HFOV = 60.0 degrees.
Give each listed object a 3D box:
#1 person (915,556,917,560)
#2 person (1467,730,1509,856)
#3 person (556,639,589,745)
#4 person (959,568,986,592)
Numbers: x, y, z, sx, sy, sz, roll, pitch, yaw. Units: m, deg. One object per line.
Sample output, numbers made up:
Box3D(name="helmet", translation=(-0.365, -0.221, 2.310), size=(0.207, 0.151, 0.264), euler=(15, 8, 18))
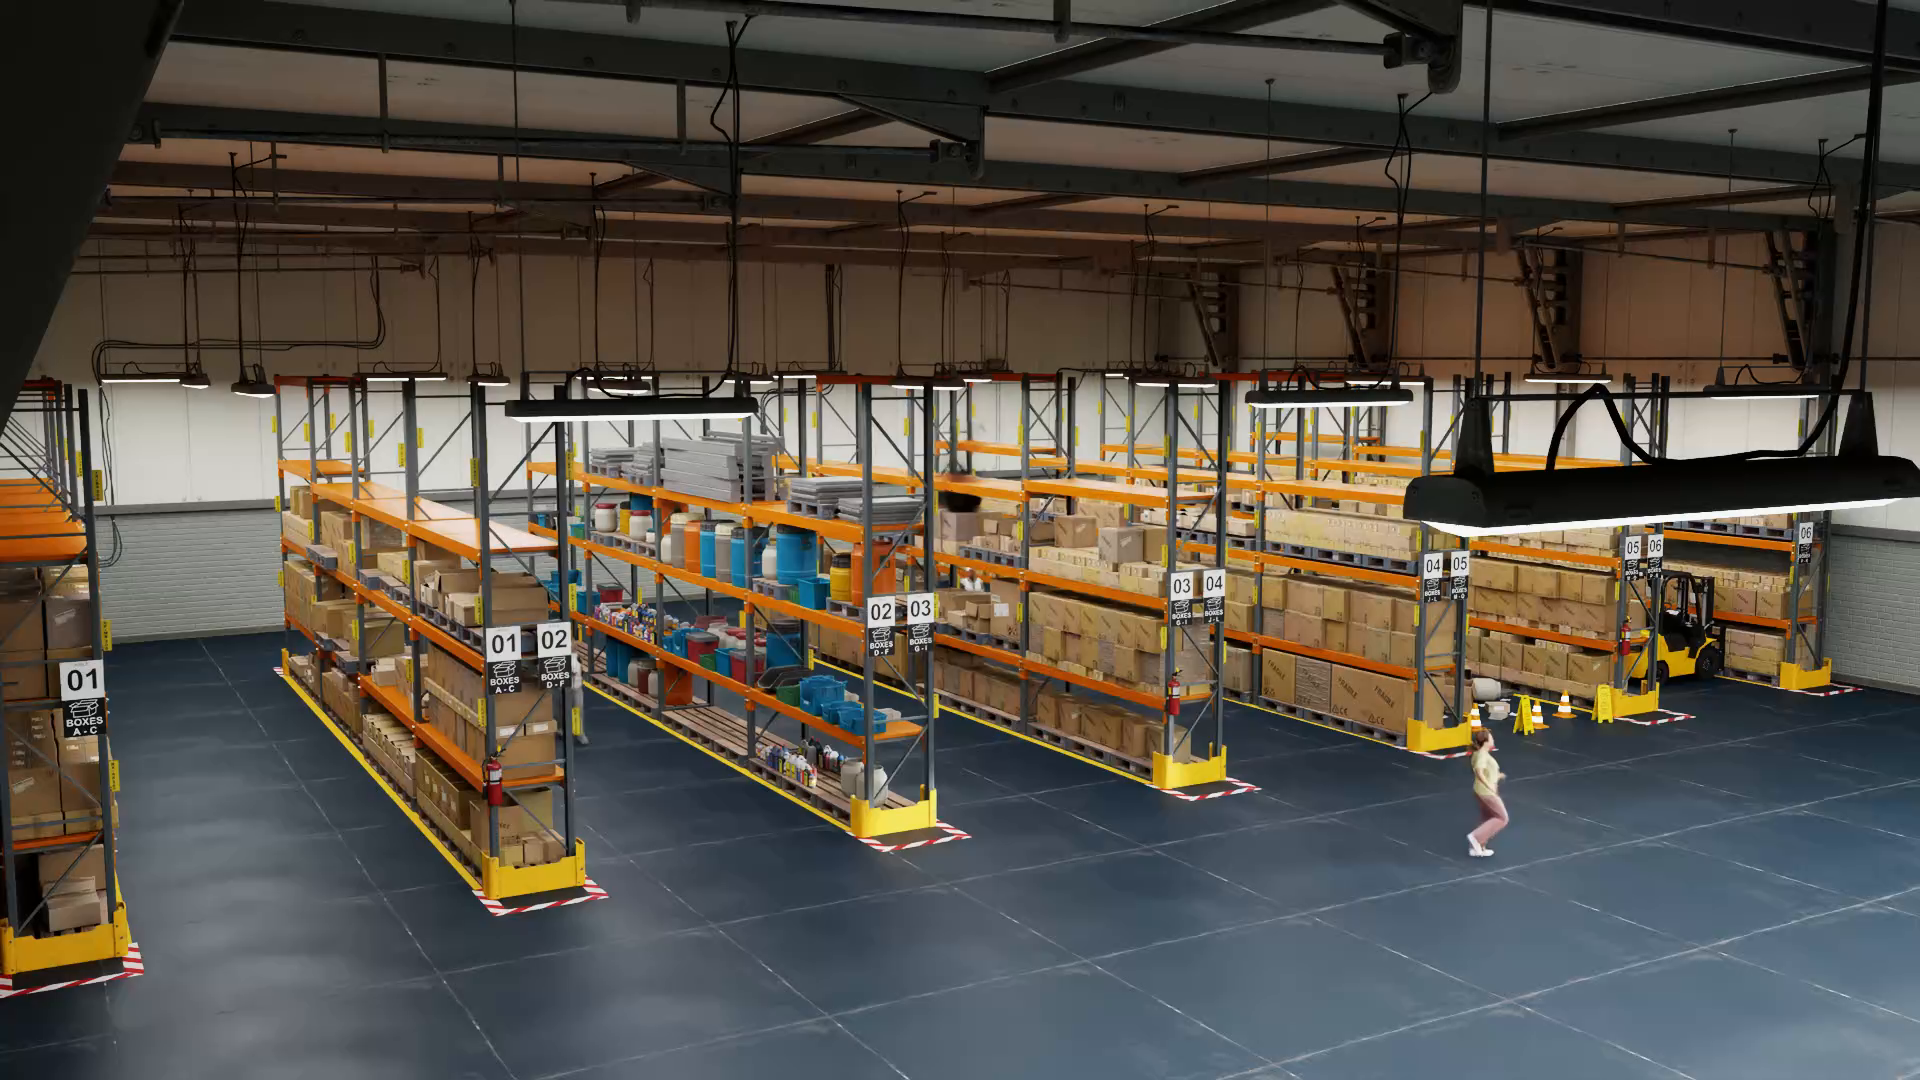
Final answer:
Box3D(name="person", translation=(-1.163, 1.184, 38.986), size=(0.717, 1.799, 0.976), euler=(-3, 7, -24))
Box3D(name="person", translation=(6.699, 3.214, 21.098), size=(0.541, 1.618, 0.572), euler=(0, 6, -1))
Box3D(name="person", translation=(-6.423, 2.467, 27.420), size=(0.570, 1.719, 0.850), euler=(-5, 8, -39))
Box3D(name="person", translation=(0.265, 1.436, 36.804), size=(0.653, 1.780, 0.850), euler=(-3, 7, -23))
